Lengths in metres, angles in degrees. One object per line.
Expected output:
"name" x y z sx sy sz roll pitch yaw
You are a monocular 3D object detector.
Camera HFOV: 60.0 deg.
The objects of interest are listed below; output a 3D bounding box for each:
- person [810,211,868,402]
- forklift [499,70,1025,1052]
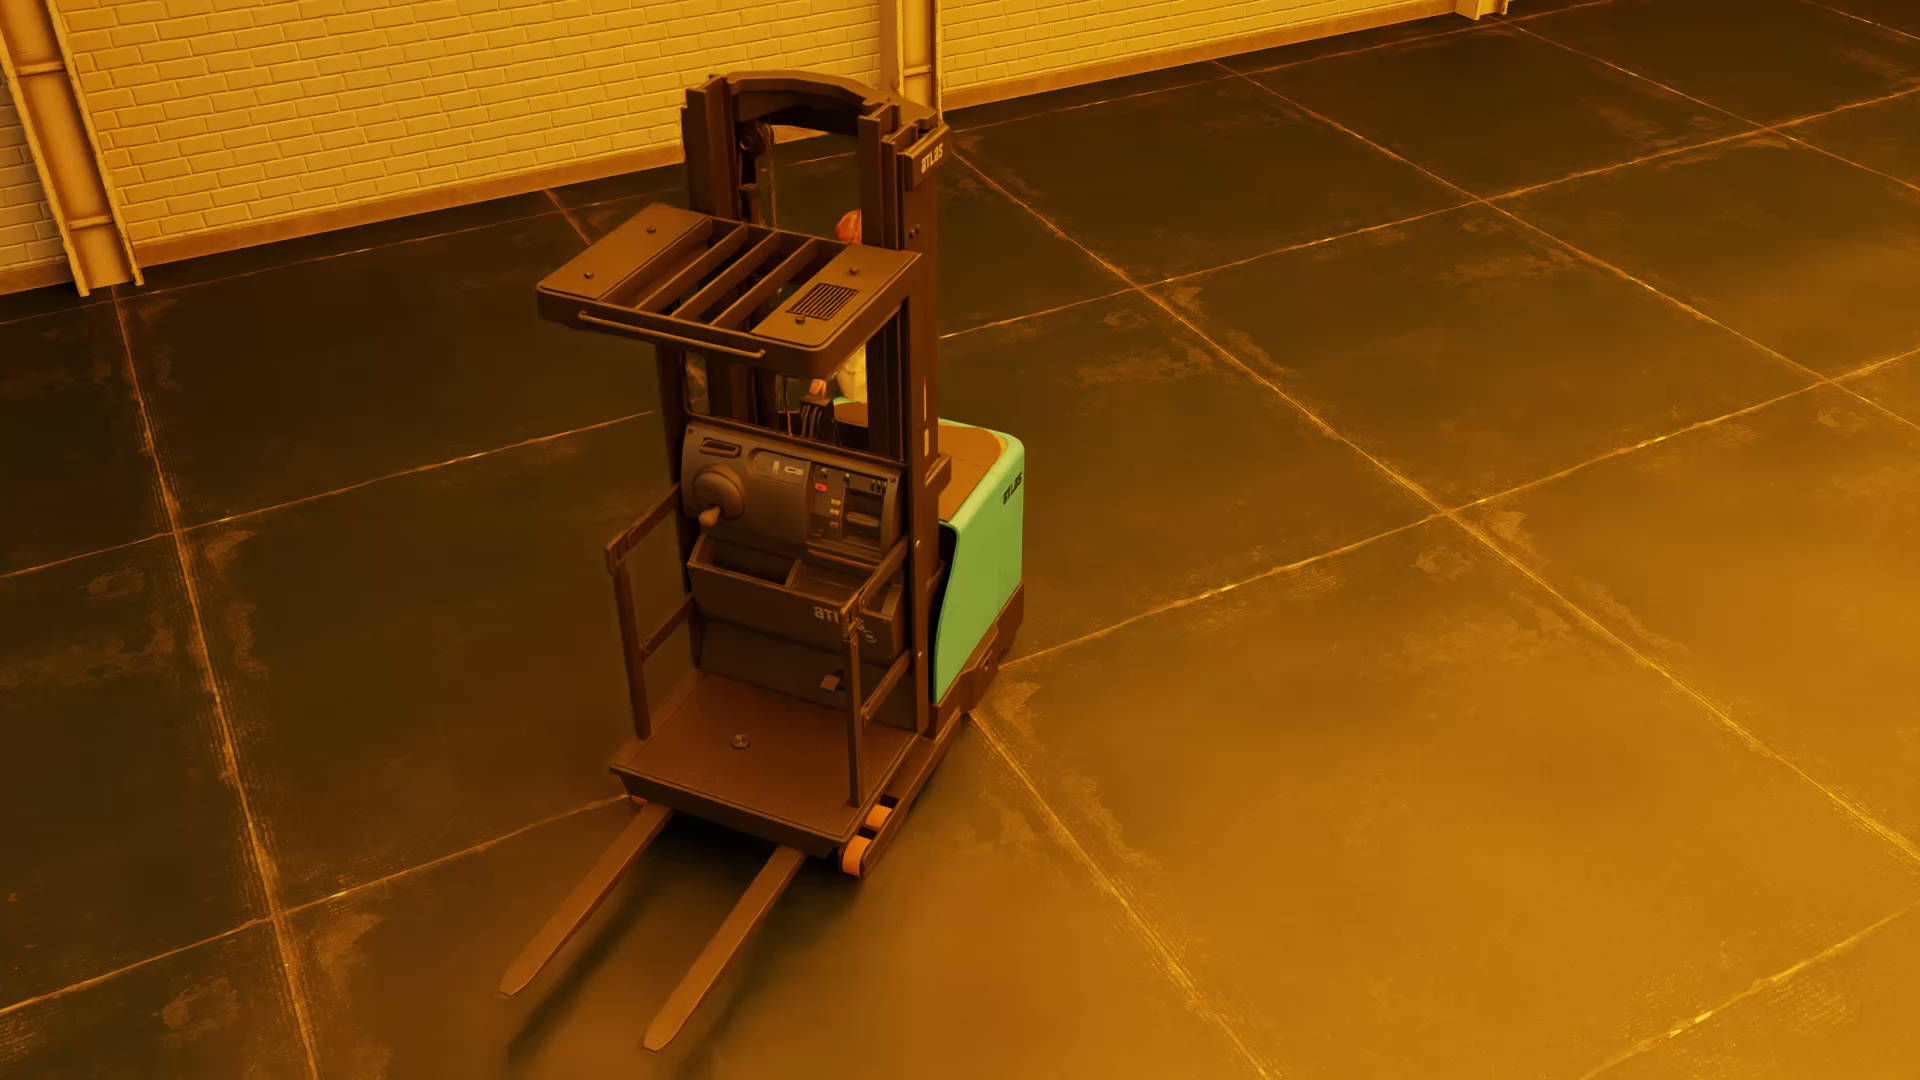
"person" -0.623 -0.959 8.684 0.450 1.554 0.747 8 36 11
"forklift" -0.750 -0.117 6.289 1.130 2.935 3.031 14 38 19
